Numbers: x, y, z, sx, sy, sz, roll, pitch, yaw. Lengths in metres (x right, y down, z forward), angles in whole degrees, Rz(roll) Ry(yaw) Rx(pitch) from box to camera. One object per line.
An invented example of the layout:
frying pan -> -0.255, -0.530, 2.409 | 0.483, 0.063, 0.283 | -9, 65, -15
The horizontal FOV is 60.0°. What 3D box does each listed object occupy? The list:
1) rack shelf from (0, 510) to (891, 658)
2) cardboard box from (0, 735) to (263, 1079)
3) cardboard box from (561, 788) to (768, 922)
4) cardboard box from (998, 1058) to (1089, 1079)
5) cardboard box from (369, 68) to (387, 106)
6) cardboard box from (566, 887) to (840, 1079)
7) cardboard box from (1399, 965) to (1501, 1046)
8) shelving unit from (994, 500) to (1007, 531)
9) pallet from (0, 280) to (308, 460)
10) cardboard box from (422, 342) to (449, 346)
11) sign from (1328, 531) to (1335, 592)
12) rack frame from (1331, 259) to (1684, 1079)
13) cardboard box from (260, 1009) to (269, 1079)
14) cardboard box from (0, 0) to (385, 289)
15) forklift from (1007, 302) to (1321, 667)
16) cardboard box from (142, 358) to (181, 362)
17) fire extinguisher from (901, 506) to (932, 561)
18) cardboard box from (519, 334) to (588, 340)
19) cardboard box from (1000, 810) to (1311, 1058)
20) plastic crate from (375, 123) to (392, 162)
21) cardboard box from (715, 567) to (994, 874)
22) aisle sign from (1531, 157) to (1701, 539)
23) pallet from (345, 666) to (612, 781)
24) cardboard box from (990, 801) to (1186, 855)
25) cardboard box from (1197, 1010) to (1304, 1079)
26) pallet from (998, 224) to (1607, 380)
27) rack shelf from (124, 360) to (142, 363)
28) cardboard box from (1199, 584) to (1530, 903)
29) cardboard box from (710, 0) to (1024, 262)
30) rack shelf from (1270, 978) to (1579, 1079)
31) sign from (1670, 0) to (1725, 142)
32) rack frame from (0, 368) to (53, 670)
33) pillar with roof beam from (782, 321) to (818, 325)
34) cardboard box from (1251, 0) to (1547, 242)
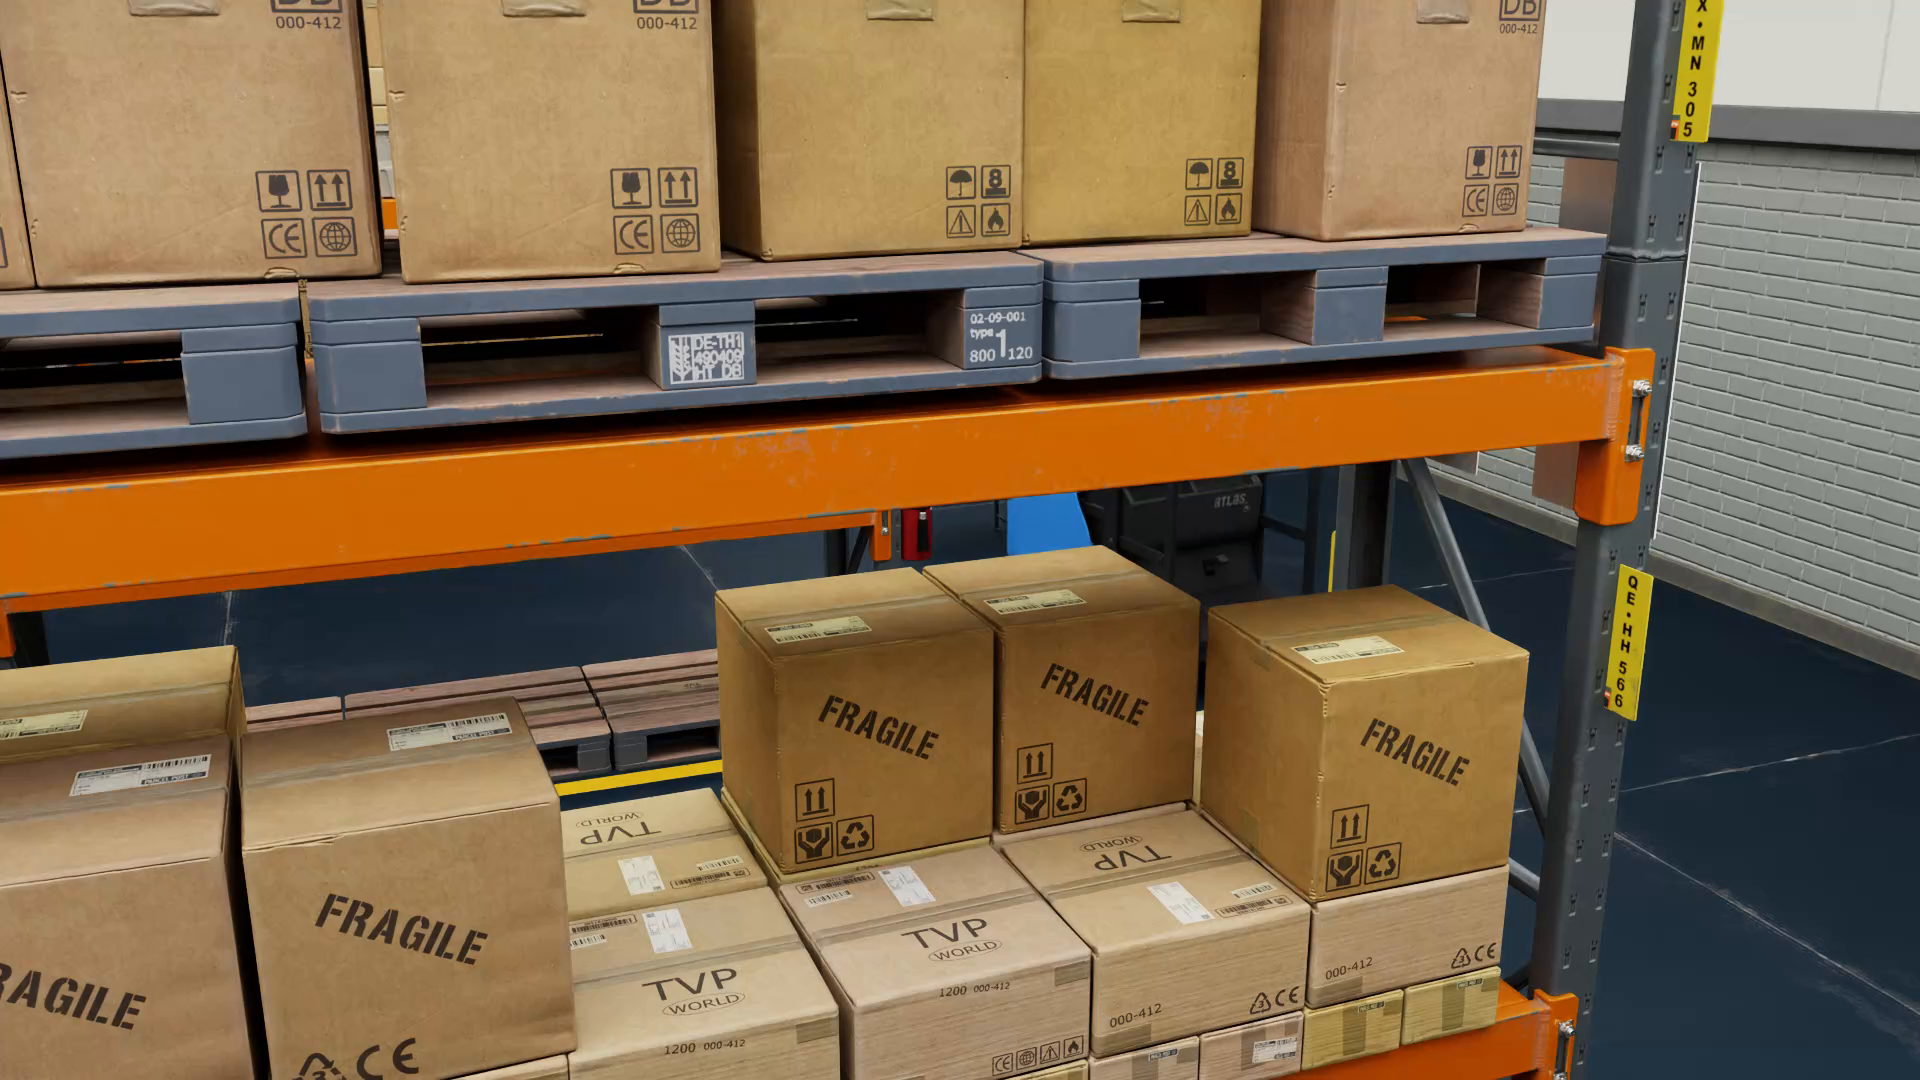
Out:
rack shelf -> -2.396, -0.012, 8.092 | 4.000, 0.370, 1.077 | -6, 17, -20
cardboard box -> -1.490, 0.688, 2.838 | 0.500, 0.500, 0.500 | -6, 17, -20
cardboard box -> -0.740, 0.809, 3.759 | 0.500, 0.250, 0.500 | -7, 18, -21
cardboard box -> 0.076, 1.091, 3.506 | 0.250, 0.149, 0.380 | -7, 18, -21
cardboard box -> -4.086, -3.199, 11.722 | 0.500, 0.250, 0.500 | -6, 17, -20
cardboard box -> -0.548, 0.948, 3.284 | 0.500, 0.250, 0.500 | -6, 17, -20
cardboard box -> 1.029, 0.987, 3.858 | 0.250, 0.149, 0.380 | -6, 17, -19
shelving unit -> -0.006, -0.719, 11.885 | 0.755, 1.500, 0.431 | -6, 17, -20
pallet -> -1.724, -0.329, 2.728 | 1.213, 0.211, 1.003 | -6, 17, -20
cardboard box -> -4.040, -1.641, 12.185 | 0.500, 0.500, 0.500 | -6, 18, -21
sign -> 1.050, 0.144, 4.606 | 0.005, 0.325, 0.100 | -6, 17, -20
rack frame -> 1.243, 0.744, 4.240 | 0.127, 3.000, 1.000 | -6, 17, -20
cardboard box -> -1.493, 1.050, 2.939 | 0.500, 0.250, 0.500 | -6, 17, -20
cardboard box -> -1.279, -0.737, 2.860 | 0.500, 0.500, 0.700 | -5, 17, -17
forklift -> 1.438, -0.695, 9.263 | 1.130, 2.935, 3.031 | -9, 19, -28
cardboard box -> -5.460, -1.487, 11.660 | 0.500, 0.500, 0.500 | -6, 17, -19
fire extinguisher -> -0.225, -0.238, 8.386 | 0.183, 0.674, 0.296 | -6, 17, -20
cardboard box -> -3.102, -1.740, 12.524 | 0.500, 0.500, 0.500 | -6, 17, -20
cardboard box -> 0.412, 0.843, 3.642 | 0.500, 0.250, 0.500 | -6, 18, -21
plastic crate -> -2.709, -1.799, 7.787 | 0.530, 0.282, 0.437 | -6, 17, -20
cardboard box -> -0.250, 0.395, 3.836 | 0.500, 0.500, 0.500 | -7, 18, -22
aisle sign -> 1.418, -0.431, 3.630 | 0.004, 0.787, 0.394 | -6, 17, -20
pallet -> -2.450, 0.974, 8.407 | 1.213, 0.211, 1.003 | -6, 17, -20
cardboard box -> 0.216, 0.705, 4.112 | 0.500, 0.250, 0.500 | -6, 18, -21
cardboard box -> 0.551, 1.039, 3.682 | 0.250, 0.149, 0.380 | -6, 17, -20
pallet -> 0.554, -0.575, 3.566 | 1.213, 0.211, 1.003 | -6, 17, -20
rack shelf -> -4.165, -1.316, 12.532 | 4.000, 0.370, 1.077 | -6, 17, -20
cardboard box -> 0.883, 0.432, 3.711 | 0.500, 0.500, 0.500 | -6, 17, -19
cardboard box -> -0.257, -0.836, 3.197 | 0.500, 0.500, 0.700 | -7, 18, -24
rack shelf -> -0.624, 1.291, 3.655 | 4.000, 0.370, 1.077 | -6, 17, -20
sign -> 1.425, -0.938, 3.213 | 0.005, 0.325, 0.100 | -6, 17, -20
rack frame -> -4.264, -0.156, 7.304 | 0.127, 3.000, 1.000 | -6, 17, -20
pillar with roof beam -> -0.322, -5.411, 14.554 | 0.400, 9.000, 9.100 | -6, 17, -20
cardboard box -> 0.777, -0.926, 3.503 | 0.500, 0.500, 0.700 | -7, 18, -23
